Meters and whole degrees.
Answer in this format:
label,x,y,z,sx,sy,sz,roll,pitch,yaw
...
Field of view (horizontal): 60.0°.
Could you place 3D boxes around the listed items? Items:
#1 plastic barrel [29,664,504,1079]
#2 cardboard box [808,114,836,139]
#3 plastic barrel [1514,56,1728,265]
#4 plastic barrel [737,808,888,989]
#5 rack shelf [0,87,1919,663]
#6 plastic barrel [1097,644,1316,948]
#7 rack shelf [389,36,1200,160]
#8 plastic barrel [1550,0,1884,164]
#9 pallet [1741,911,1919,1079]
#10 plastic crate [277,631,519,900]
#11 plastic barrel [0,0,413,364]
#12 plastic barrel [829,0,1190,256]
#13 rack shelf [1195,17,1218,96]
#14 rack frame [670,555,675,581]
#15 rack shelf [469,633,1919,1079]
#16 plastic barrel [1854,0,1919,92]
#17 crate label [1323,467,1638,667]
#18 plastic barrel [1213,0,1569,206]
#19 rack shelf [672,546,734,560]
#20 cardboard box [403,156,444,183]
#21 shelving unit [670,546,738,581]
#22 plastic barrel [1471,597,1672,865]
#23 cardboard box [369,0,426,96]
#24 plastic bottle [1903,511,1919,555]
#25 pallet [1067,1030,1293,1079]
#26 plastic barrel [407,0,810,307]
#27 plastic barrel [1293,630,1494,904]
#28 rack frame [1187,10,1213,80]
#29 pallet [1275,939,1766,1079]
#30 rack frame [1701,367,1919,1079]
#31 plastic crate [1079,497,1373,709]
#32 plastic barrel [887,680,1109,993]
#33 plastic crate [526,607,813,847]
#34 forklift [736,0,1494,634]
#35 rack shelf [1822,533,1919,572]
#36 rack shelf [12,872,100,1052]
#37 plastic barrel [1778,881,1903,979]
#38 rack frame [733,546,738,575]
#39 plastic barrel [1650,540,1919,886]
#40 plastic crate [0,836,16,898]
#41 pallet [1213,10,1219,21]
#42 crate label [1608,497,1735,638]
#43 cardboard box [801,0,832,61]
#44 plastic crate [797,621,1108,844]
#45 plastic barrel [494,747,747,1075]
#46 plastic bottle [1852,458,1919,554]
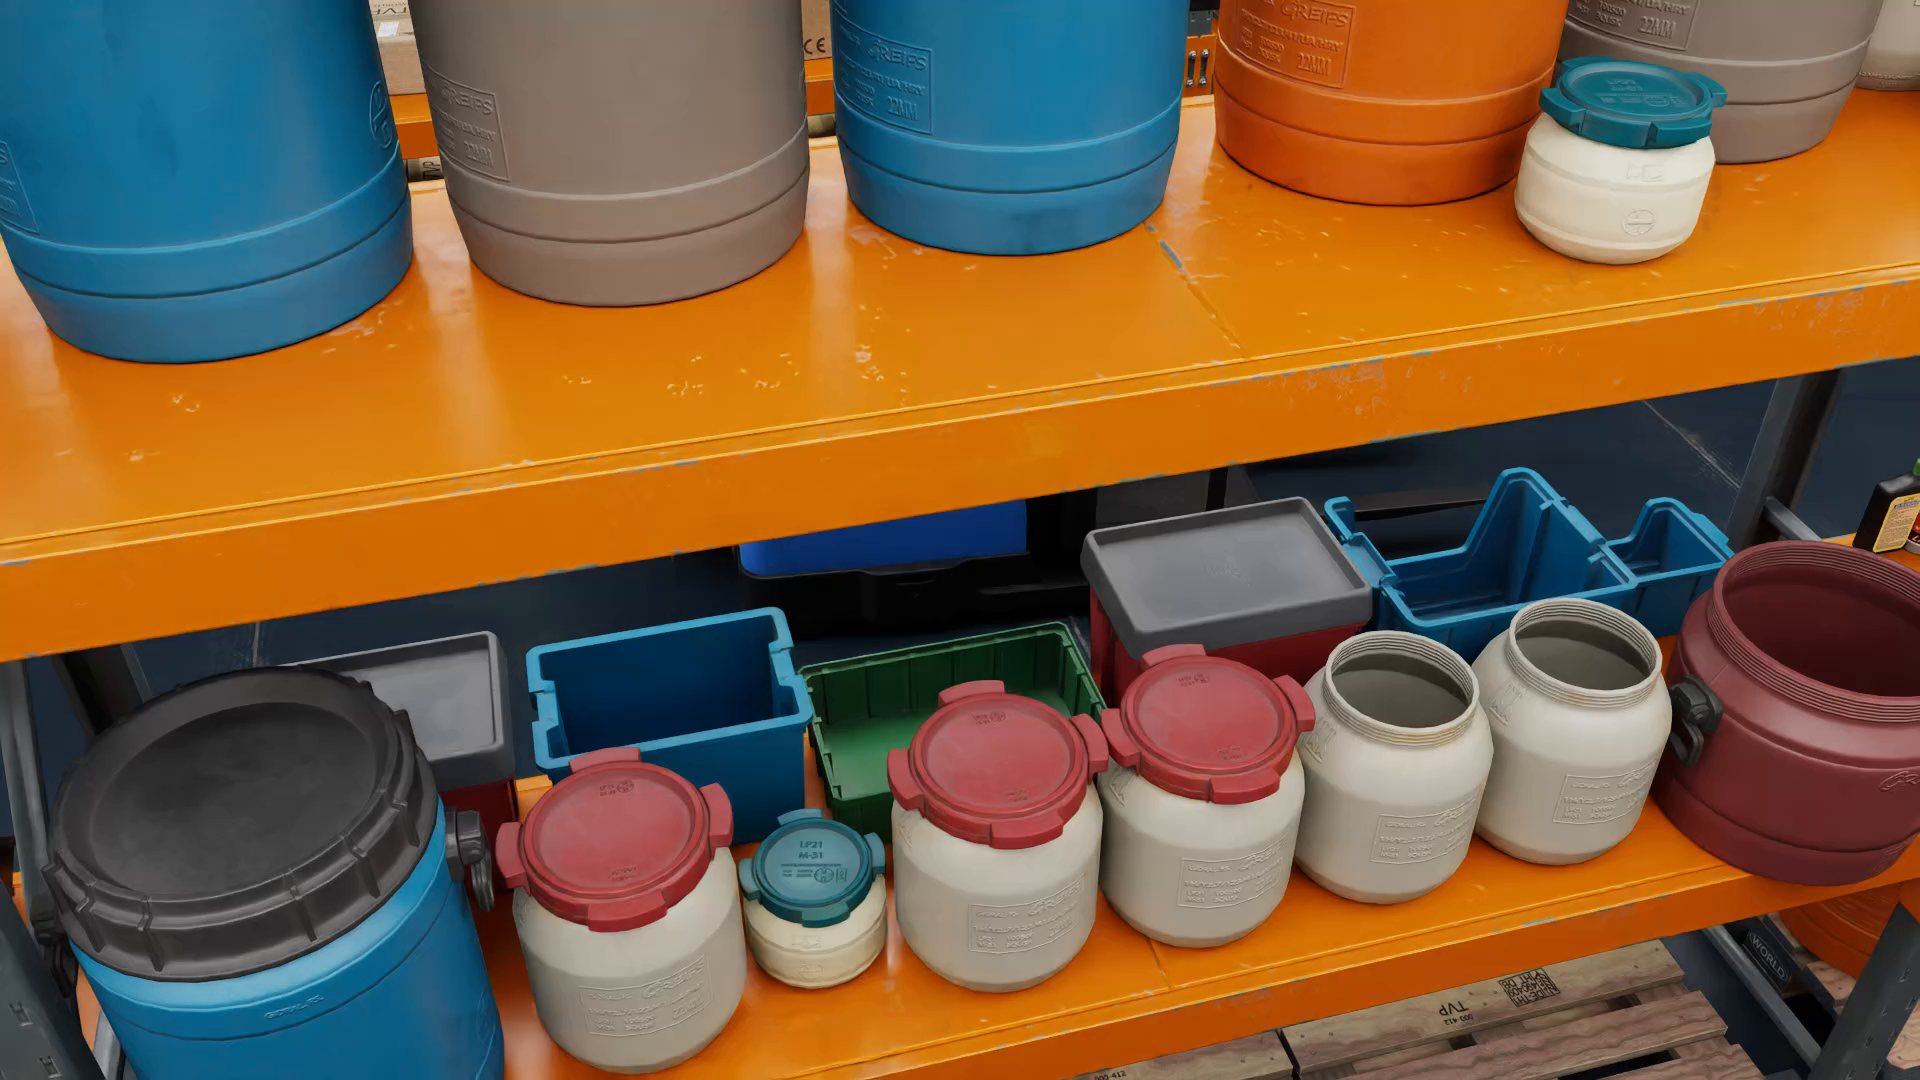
label,x,y,z,sx,sy,sz,roll,pitch,yaw
plastic barrel,-1.163,0.728,2.916,0.708,0.901,0.600,-9,38,-12
cardboard box,-0.621,-1.948,8.283,0.500,0.311,0.500,-10,39,-13
plastic barrel,1.080,-0.621,2.738,0.301,0.262,0.301,0,37,0
plastic barrel,-0.297,0.746,3.420,0.301,0.262,0.301,0,37,0
rack shelf,0.316,-0.412,2.942,4.000,0.370,1.077,-9,38,-12
plastic barrel,0.492,0.549,3.451,0.433,0.535,0.433,0,37,0
rack shelf,-0.972,-2.126,7.653,4.000,0.370,1.077,-9,38,-12
plastic barrel,1.397,-1.210,2.982,0.600,0.901,0.600,0,37,0
pallet,2.997,1.136,5.092,1.213,0.211,1.003,-9,38,-12
plastic crate,-1.227,0.529,3.537,0.583,0.464,0.402,-9,38,-12
plastic barrel,-1.181,-0.787,2.429,0.708,0.901,0.600,-9,38,-12
plastic barrel,0.082,-0.995,2.700,0.708,0.901,0.600,-9,38,-12
rack shelf,2.890,-2.760,8.481,4.000,0.370,1.077,-9,38,-12
rack frame,-1.138,-0.317,6.300,0.008,1.050,0.200,-5,38,-7
rack shelf,0.316,0.780,3.854,4.000,0.370,1.077,-9,38,-12
plastic barrel,1.867,-1.189,3.275,0.421,0.512,0.421,0,37,0
crate label,1.217,0.162,4.040,0.616,0.435,0.502,-9,38,-12
plastic barrel,0.766,-1.078,2.868,0.708,0.830,0.600,-9,38,-12
rack shelf,-1.018,-0.099,6.490,0.240,0.259,0.215,-5,38,-7
cardboard box,-2.587,-1.625,7.861,0.500,0.311,0.500,-9,38,-12
shelving unit,-1.018,-0.328,6.315,0.252,1.050,0.215,-5,38,-7
plastic barrel,1.309,0.421,3.639,0.421,0.512,0.421,0,37,0
cardboard box,-2.439,-2.139,7.201,0.500,0.250,0.500,-7,38,-9
plastic bottle,2.642,-0.066,4.531,0.097,0.201,0.097,0,37,0
pallet,0.313,1.576,4.516,1.213,0.211,1.003,-9,38,-12
plastic barrel,-0.549,-0.891,2.565,0.600,0.901,0.600,0,37,0
plastic barrel,0.902,0.488,3.551,0.421,0.512,0.421,0,37,0
rack frame,0.959,-2.729,7.848,0.127,3.000,1.000,-9,38,-12
pallet,1.489,1.385,4.766,1.213,0.211,1.003,-9,38,-12
rack frame,2.247,0.177,4.049,0.127,3.000,1.000,-9,38,-12
plastic crate,0.607,0.228,3.930,0.583,0.464,0.402,-9,38,-12
plastic barrel,0.074,0.618,3.362,0.433,0.535,0.433,0,37,0
plastic crate,-0.631,0.460,3.693,0.575,0.384,0.392,-9,38,-12
forklift,0.615,-1.222,5.935,3.031,2.935,1.130,-5,38,-7
rack shelf,4.177,0.146,4.682,4.000,0.370,1.077,-9,38,-12
rack shelf,-3.546,1.413,3.026,4.000,0.370,1.077,-9,38,-12
plastic barrel,2.714,0.785,4.696,0.708,0.830,0.600,-9,38,-12
rack frame,-0.897,-0.340,6.330,0.008,1.050,0.200,-5,38,-7
plastic barrel,1.878,0.374,3.680,0.708,0.536,0.600,-9,38,-12
plastic crate,-2.154,0.844,3.229,0.504,0.338,0.767,-9,38,-12
pallet,1.595,-2.801,8.101,1.003,0.211,1.213,-9,38,-12
crate label,1.742,0.091,4.300,0.416,0.233,0.303,-9,38,-12
cardboard box,-0.657,-2.493,7.458,0.500,0.500,0.500,-11,39,-14
plastic crate,-0.007,0.454,3.863,0.662,0.188,0.450,-9,38,-12
plastic barrel,-0.634,0.734,3.210,0.433,0.535,0.433,0,37,0
plastic bottle,2.526,-0.091,4.496,0.133,0.283,0.061,-9,38,-12
